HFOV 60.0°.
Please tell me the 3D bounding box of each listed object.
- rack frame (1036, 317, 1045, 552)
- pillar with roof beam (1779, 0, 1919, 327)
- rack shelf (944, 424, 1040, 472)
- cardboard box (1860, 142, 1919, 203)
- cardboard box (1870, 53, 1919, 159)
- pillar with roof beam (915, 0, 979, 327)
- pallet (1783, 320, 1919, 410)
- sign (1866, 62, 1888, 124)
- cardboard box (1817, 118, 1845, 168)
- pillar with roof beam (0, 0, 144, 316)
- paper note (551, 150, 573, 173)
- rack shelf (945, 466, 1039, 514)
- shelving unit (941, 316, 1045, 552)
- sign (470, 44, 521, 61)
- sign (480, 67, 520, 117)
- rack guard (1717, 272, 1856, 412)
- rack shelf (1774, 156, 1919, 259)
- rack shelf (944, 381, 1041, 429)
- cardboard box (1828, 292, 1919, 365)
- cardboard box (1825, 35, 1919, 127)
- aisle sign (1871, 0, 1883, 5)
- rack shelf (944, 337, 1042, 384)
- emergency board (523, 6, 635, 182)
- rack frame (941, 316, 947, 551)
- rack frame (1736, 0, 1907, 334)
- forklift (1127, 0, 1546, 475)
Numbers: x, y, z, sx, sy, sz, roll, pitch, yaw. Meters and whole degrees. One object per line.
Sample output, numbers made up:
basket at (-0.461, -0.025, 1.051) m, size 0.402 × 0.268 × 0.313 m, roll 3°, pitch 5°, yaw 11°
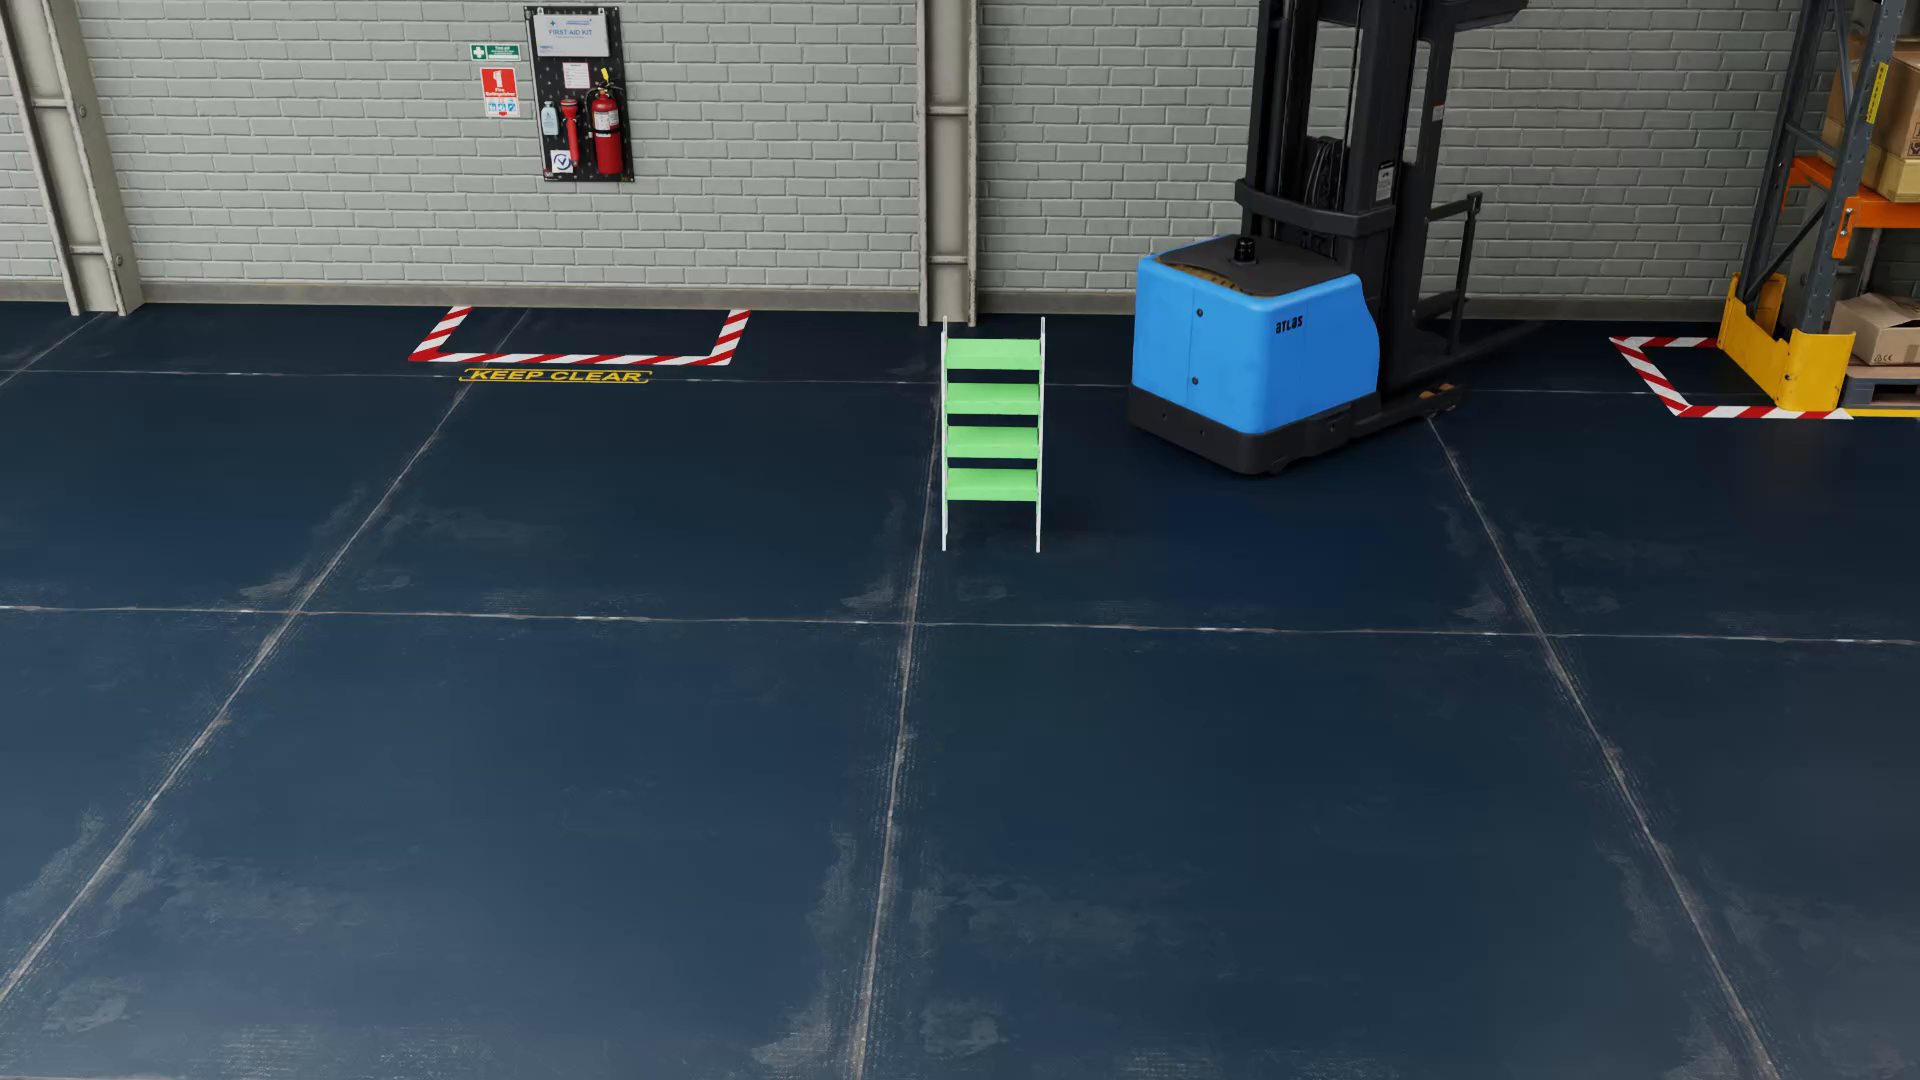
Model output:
rack frame at (0.409, -0.523, 8.456) m, size 0.015 × 1.200 × 0.240 m, roll 1°, pitch 28°, yaw 2°
pillar with roof beam at (5.765, -3.420, 5.593) m, size 0.400 × 9.000 × 9.100 m, roll 1°, pitch 28°, yaw 2°
rack shelf at (0.165, -0.471, 8.494) m, size 0.480 × 0.148 × 0.258 m, roll 1°, pitch 28°, yaw 2°
cardboard box at (5.663, -2.177, 9.792) m, size 0.500 × 0.250 × 0.500 m, roll 0°, pitch 28°, yaw 0°
cardboard box at (5.653, -2.516, 9.632) m, size 0.500 × 0.500 × 0.500 m, roll 1°, pitch 28°, yaw 2°
pillar with roof beam at (-0.231, -3.519, 5.780) m, size 0.400 × 9.000 × 9.100 m, roll 1°, pitch 28°, yaw 2°
pallet at (6.073, -1.128, 10.652) m, size 1.213 × 0.211 × 1.003 m, roll 1°, pitch 28°, yaw 2°
sign at (5.168, -2.519, 9.376) m, size 0.005 × 0.325 × 0.100 m, roll 1°, pitch 28°, yaw 2°
cardboard box at (5.661, -2.416, 10.245) m, size 0.500 × 0.250 × 0.500 m, roll 1°, pitch 28°, yaw 3°
pillar with roof beam at (-6.228, -3.618, 5.967) m, size 0.400 × 9.000 × 9.100 m, roll 1°, pitch 28°, yaw 2°
paper note at (-2.722, -2.588, 11.370) m, size 0.142 × 0.148 × 0.016 m, roll 1°, pitch 28°, yaw 2°
rack shelf at (0.165, -0.259, 8.606) m, size 0.480 × 0.148 × 0.258 m, roll 1°, pitch 28°, yaw 2°
shelving unit at (0.165, -0.527, 8.464) m, size 0.503 × 1.200 × 0.258 m, roll 1°, pitch 28°, yaw 2°
sign at (-3.093, -3.245, 11.065) m, size 0.331 × 0.109 × 0.001 m, roll 1°, pitch 28°, yaw 2°
sign at (-3.097, -3.015, 11.197) m, size 0.234 × 0.329 × 0.001 m, roll 1°, pitch 28°, yaw 2°
rack guard at (5.263, -1.285, 10.641) m, size 0.348 × 0.500 × 1.175 m, roll 1°, pitch 28°, yaw 2°
rack shelf at (7.185, -2.040, 10.164) m, size 4.000 × 0.370 × 1.077 m, roll 1°, pitch 28°, yaw 2°
rack shelf at (0.165, -0.683, 8.381) m, size 0.480 × 0.148 × 0.258 m, roll 1°, pitch 28°, yaw 2°
cardboard box at (5.875, -1.344, 10.483) m, size 0.500 × 0.311 × 0.500 m, roll -2°, pitch 28°, yaw -4°
cardboard box at (5.665, -2.756, 10.085) m, size 0.500 × 0.500 × 0.500 m, roll 1°, pitch 28°, yaw 1°
aisle sign at (5.104, -3.400, 9.186) m, size 0.004 × 0.787 × 0.394 m, roll 1°, pitch 28°, yaw 2°
rack shelf at (0.165, -0.895, 8.269) m, size 0.480 × 0.148 × 0.258 m, roll 1°, pitch 28°, yaw 2°
emergency board at (-2.548, -2.942, 11.097) m, size 0.643 × 1.169 × 0.194 m, roll 1°, pitch 28°, yaw 2°
rack frame at (-0.078, -0.531, 8.471) m, size 0.015 × 1.200 × 0.240 m, roll 1°, pitch 28°, yaw 2°
rack frame at (5.187, -2.391, 10.058) m, size 0.127 × 3.000 × 1.000 m, roll 1°, pitch 28°, yaw 2°
forklift at (2.472, -2.208, 9.785) m, size 3.031 × 2.935 × 1.130 m, roll -20°, pitch 34°, yaw -33°
